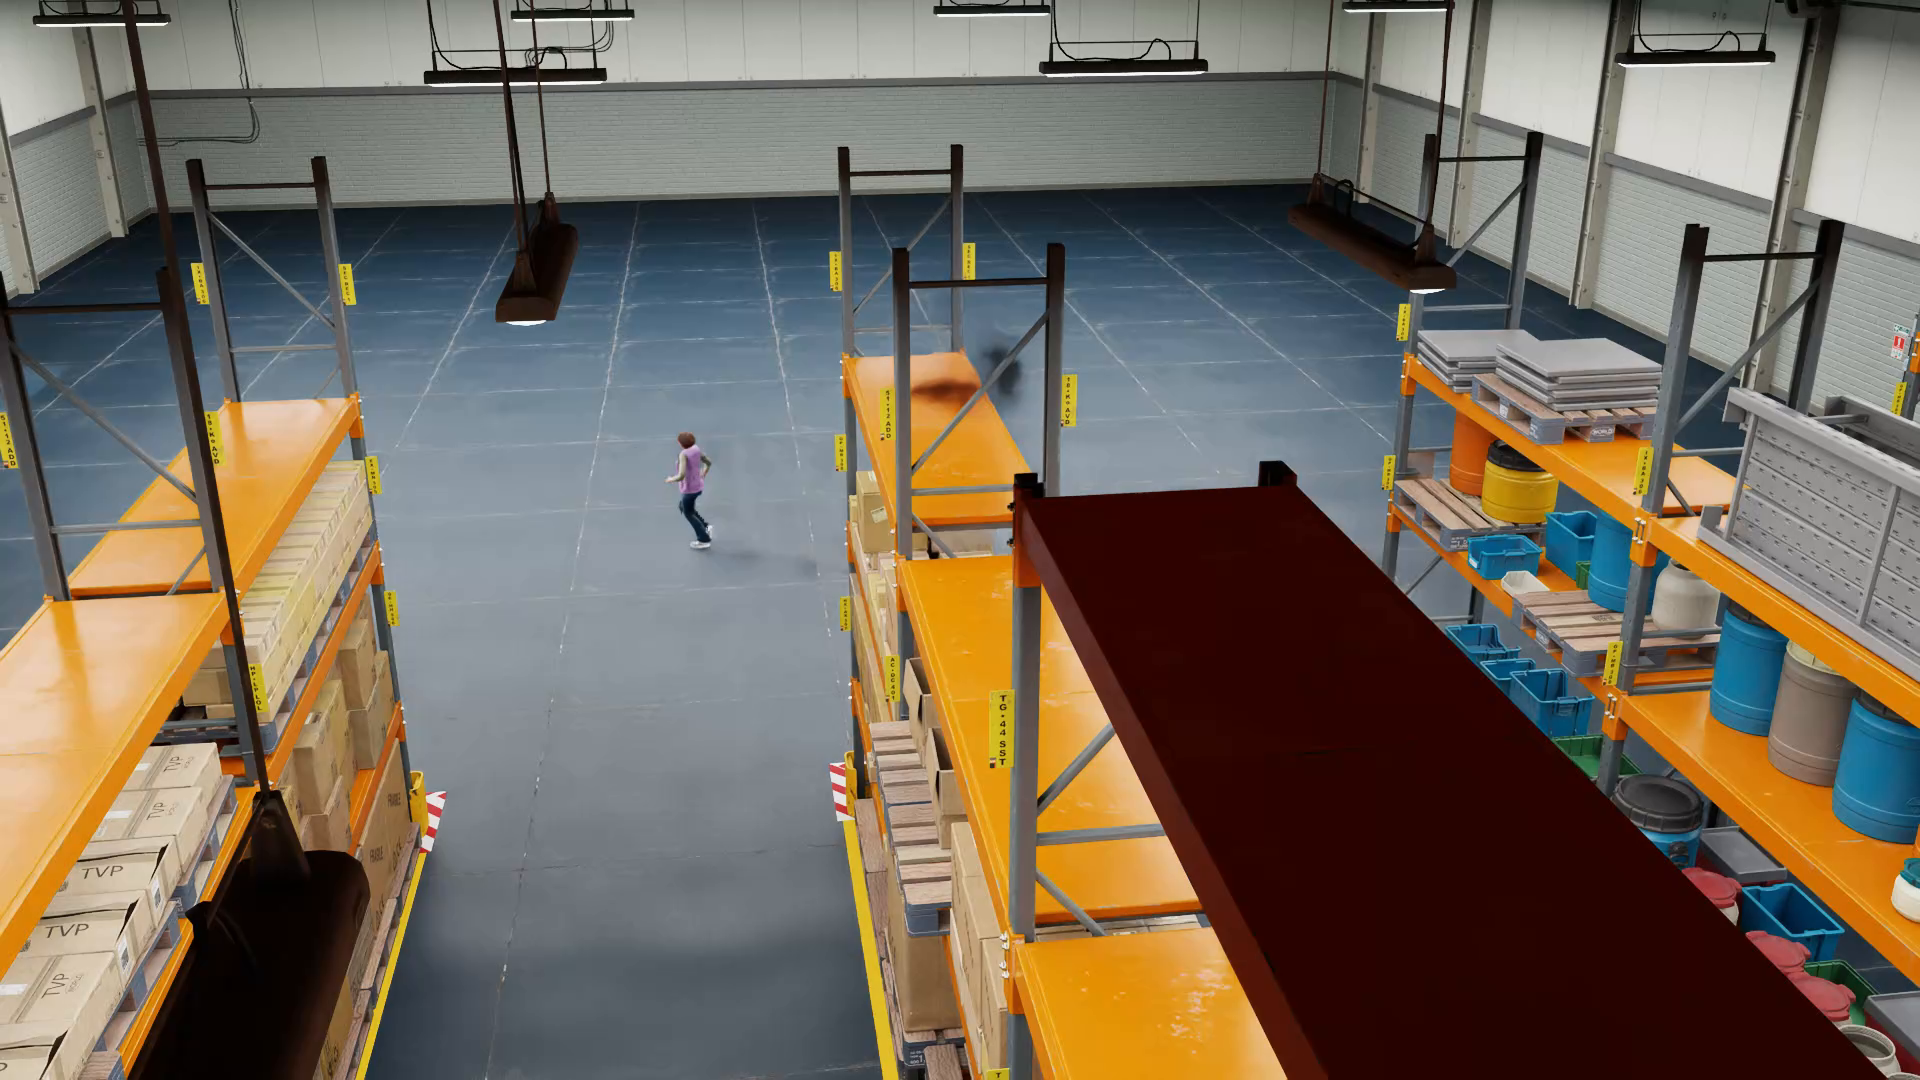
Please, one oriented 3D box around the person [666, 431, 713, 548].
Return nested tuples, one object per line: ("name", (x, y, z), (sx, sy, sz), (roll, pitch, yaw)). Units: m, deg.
("person", (-3.458, -0.648, 21.158), (0.522, 1.567, 0.545), (7, 23, 18))
